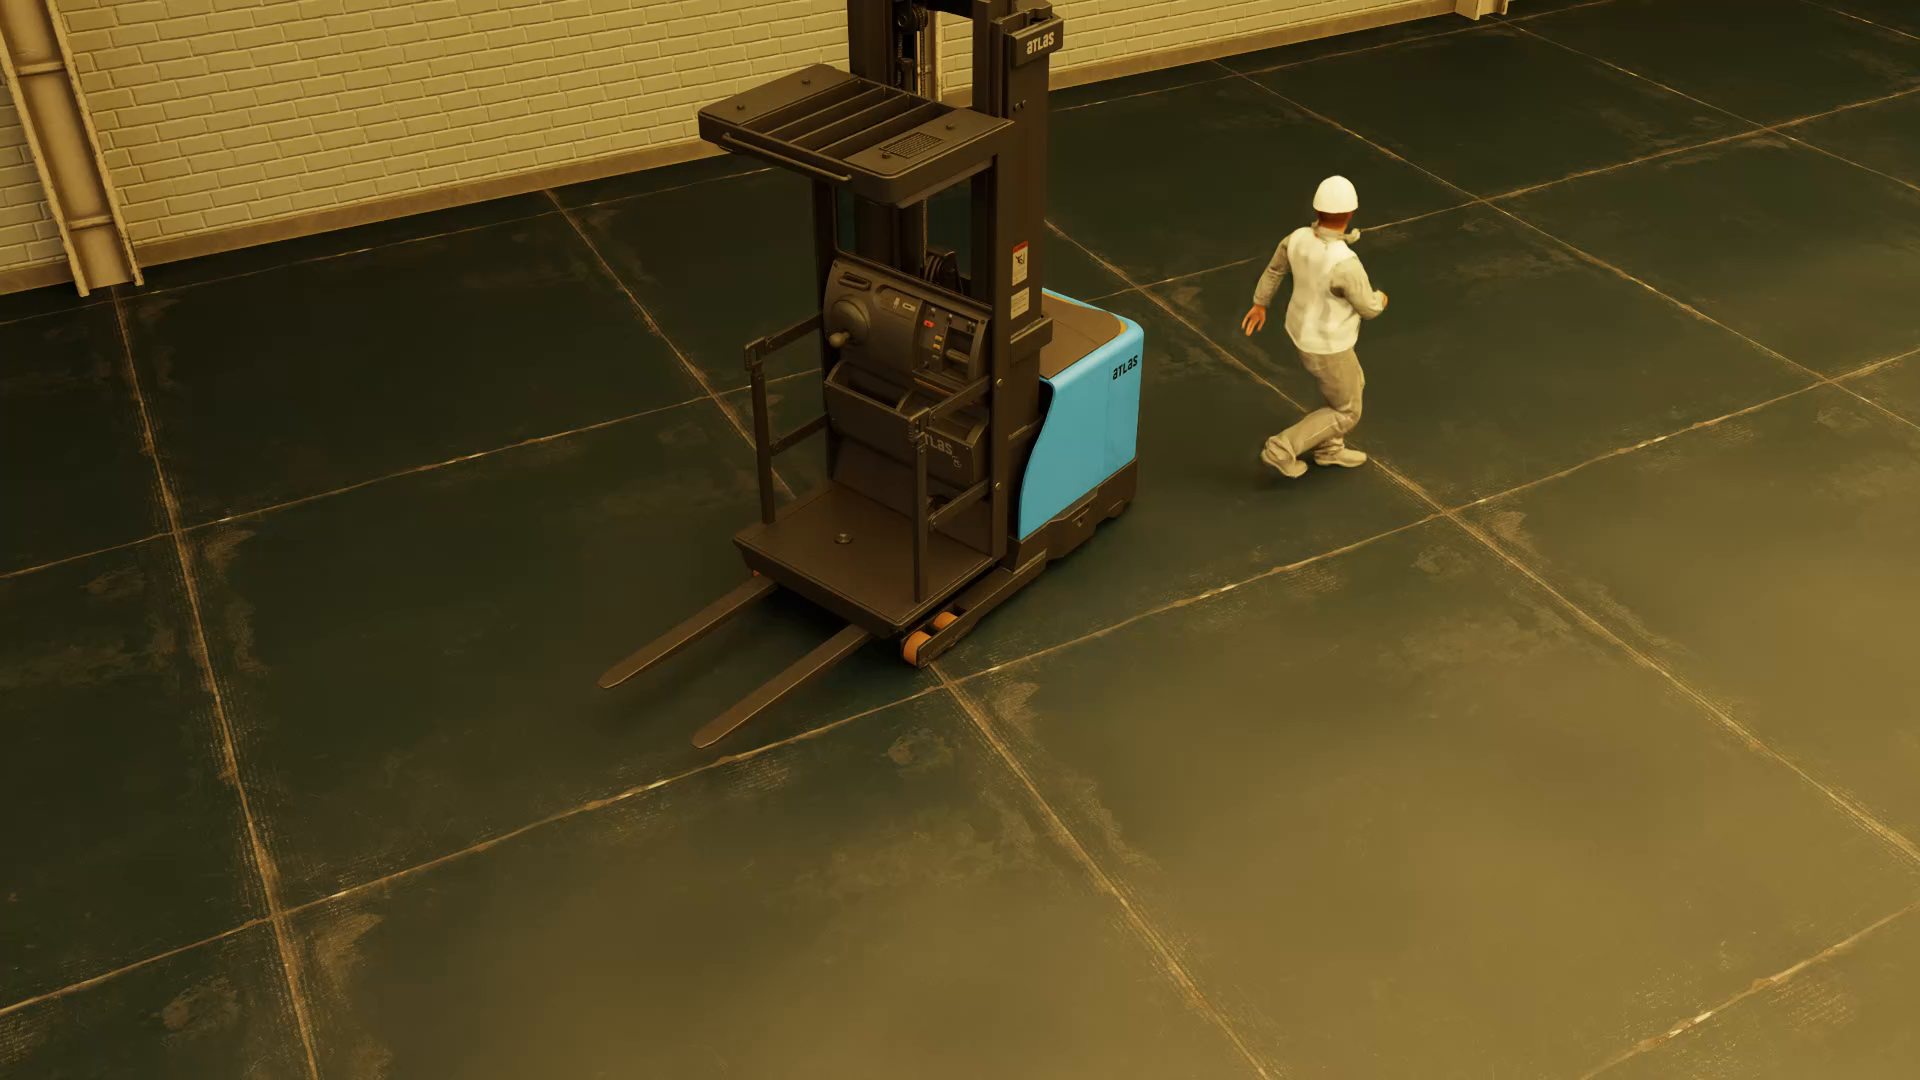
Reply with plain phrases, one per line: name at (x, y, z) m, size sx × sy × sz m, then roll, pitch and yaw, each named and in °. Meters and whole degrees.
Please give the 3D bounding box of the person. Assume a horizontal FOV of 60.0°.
person at (1.916, -1.109, 8.768) m, size 0.714 × 1.702 × 0.624 m, roll -5°, pitch 36°, yaw -7°

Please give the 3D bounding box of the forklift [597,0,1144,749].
forklift at (-0.390, -0.927, 7.434) m, size 1.130 × 2.935 × 3.031 m, roll 26°, pitch 43°, yaw 31°
